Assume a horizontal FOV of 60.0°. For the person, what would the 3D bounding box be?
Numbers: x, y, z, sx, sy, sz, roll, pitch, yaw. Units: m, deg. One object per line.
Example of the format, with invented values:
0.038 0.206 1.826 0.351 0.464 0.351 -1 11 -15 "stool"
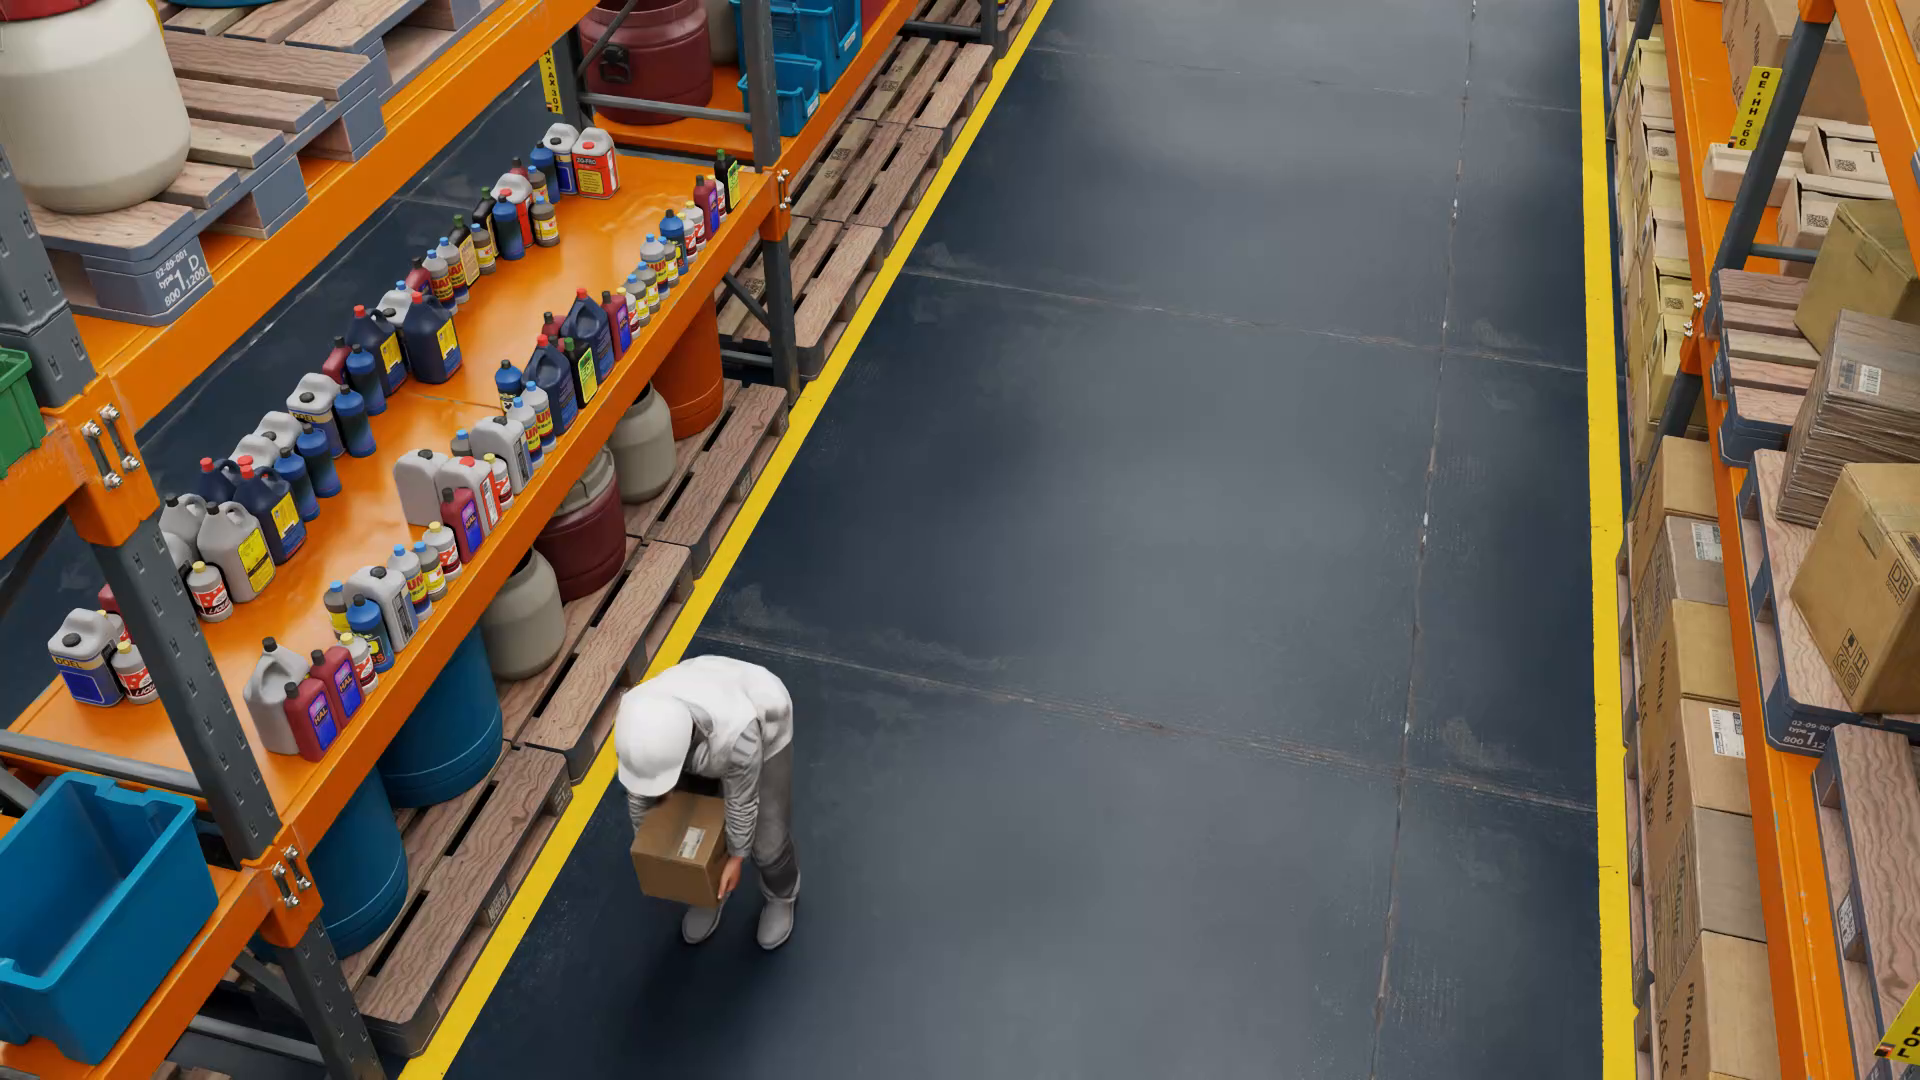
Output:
-0.806 0.852 5.341 0.469 1.527 0.841 9 42 10 "person"
